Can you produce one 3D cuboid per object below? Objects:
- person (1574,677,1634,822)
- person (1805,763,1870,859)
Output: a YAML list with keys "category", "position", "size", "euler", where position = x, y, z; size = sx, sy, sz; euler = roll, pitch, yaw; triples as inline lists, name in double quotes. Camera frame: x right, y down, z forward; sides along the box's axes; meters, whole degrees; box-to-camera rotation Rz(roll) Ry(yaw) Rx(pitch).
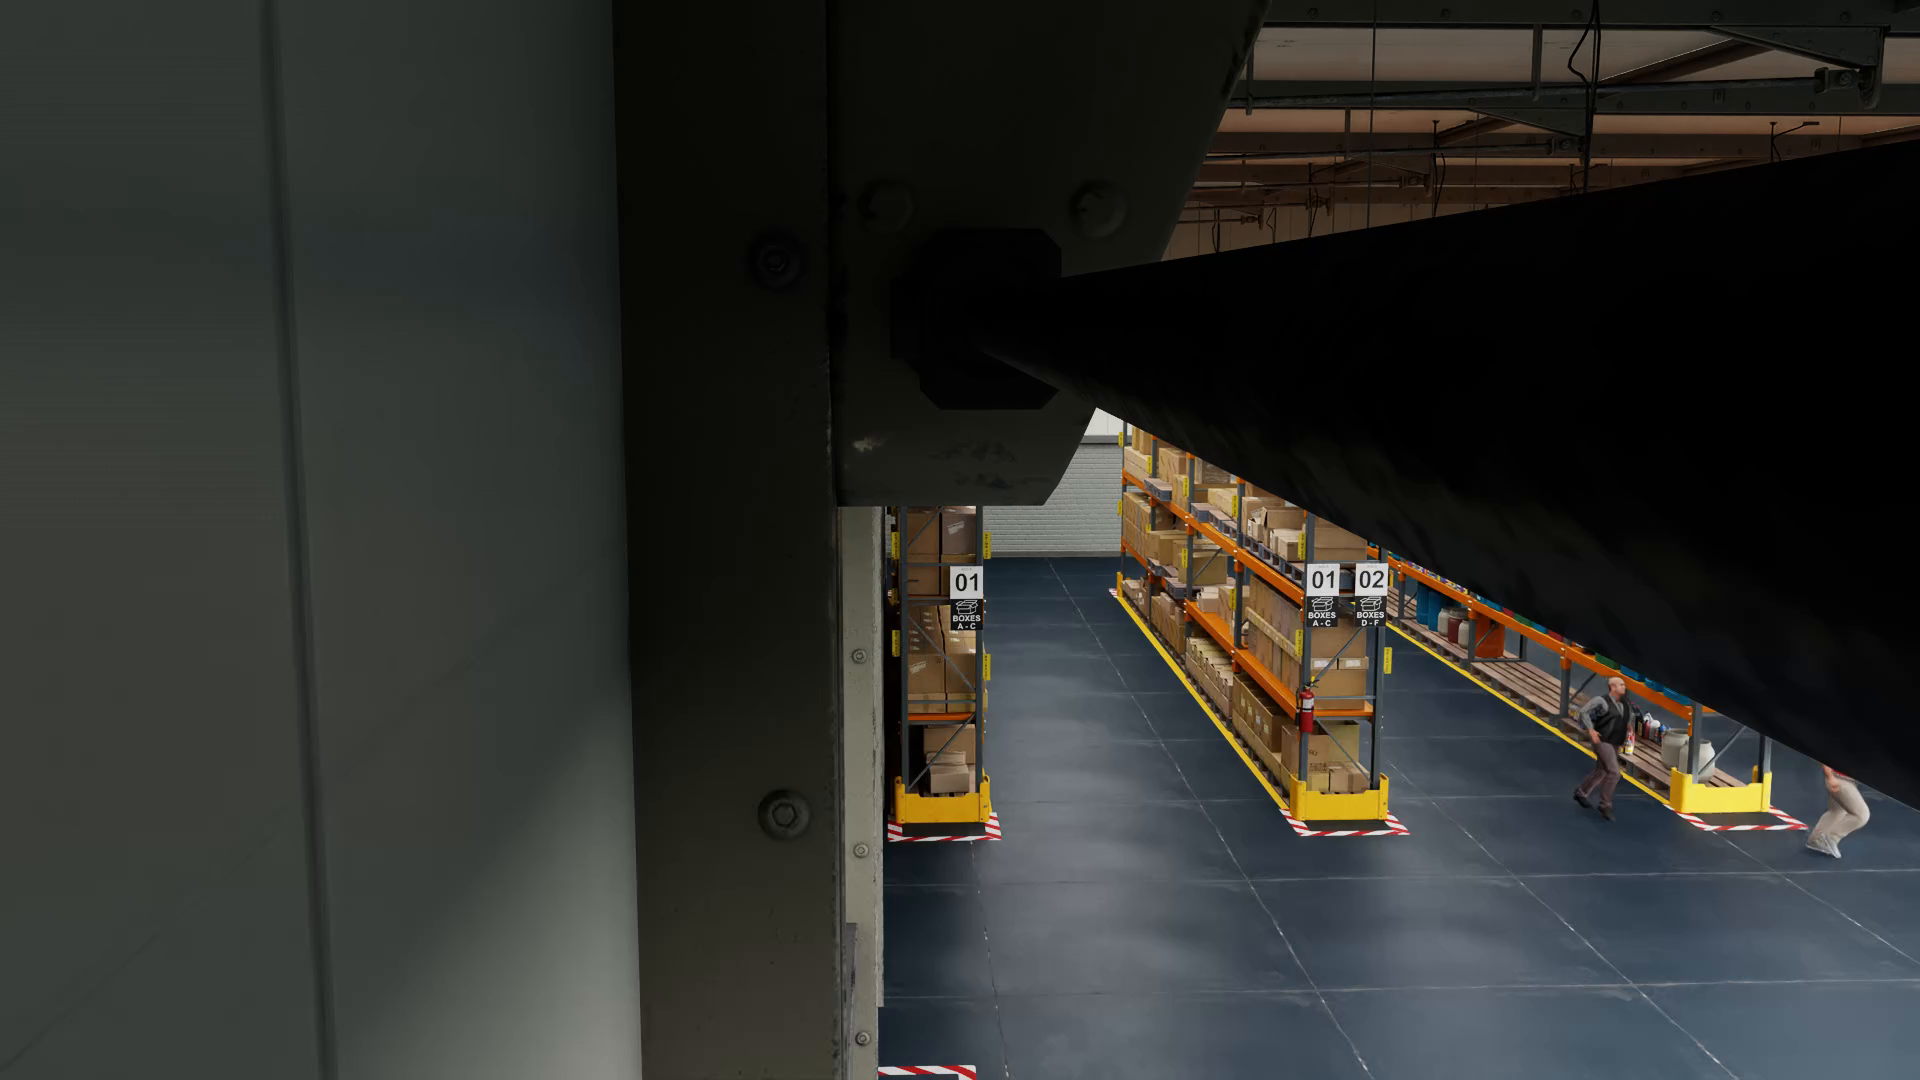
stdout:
- category: "person"
  position: [8.117, 2.583, 20.860]
  size: [0.642, 1.758, 0.712]
  euler: [-6, 10, -36]
- category: "person"
  position: [10.182, 2.818, 19.091]
  size: [0.746, 1.702, 0.632]
  euler: [5, 9, 31]
